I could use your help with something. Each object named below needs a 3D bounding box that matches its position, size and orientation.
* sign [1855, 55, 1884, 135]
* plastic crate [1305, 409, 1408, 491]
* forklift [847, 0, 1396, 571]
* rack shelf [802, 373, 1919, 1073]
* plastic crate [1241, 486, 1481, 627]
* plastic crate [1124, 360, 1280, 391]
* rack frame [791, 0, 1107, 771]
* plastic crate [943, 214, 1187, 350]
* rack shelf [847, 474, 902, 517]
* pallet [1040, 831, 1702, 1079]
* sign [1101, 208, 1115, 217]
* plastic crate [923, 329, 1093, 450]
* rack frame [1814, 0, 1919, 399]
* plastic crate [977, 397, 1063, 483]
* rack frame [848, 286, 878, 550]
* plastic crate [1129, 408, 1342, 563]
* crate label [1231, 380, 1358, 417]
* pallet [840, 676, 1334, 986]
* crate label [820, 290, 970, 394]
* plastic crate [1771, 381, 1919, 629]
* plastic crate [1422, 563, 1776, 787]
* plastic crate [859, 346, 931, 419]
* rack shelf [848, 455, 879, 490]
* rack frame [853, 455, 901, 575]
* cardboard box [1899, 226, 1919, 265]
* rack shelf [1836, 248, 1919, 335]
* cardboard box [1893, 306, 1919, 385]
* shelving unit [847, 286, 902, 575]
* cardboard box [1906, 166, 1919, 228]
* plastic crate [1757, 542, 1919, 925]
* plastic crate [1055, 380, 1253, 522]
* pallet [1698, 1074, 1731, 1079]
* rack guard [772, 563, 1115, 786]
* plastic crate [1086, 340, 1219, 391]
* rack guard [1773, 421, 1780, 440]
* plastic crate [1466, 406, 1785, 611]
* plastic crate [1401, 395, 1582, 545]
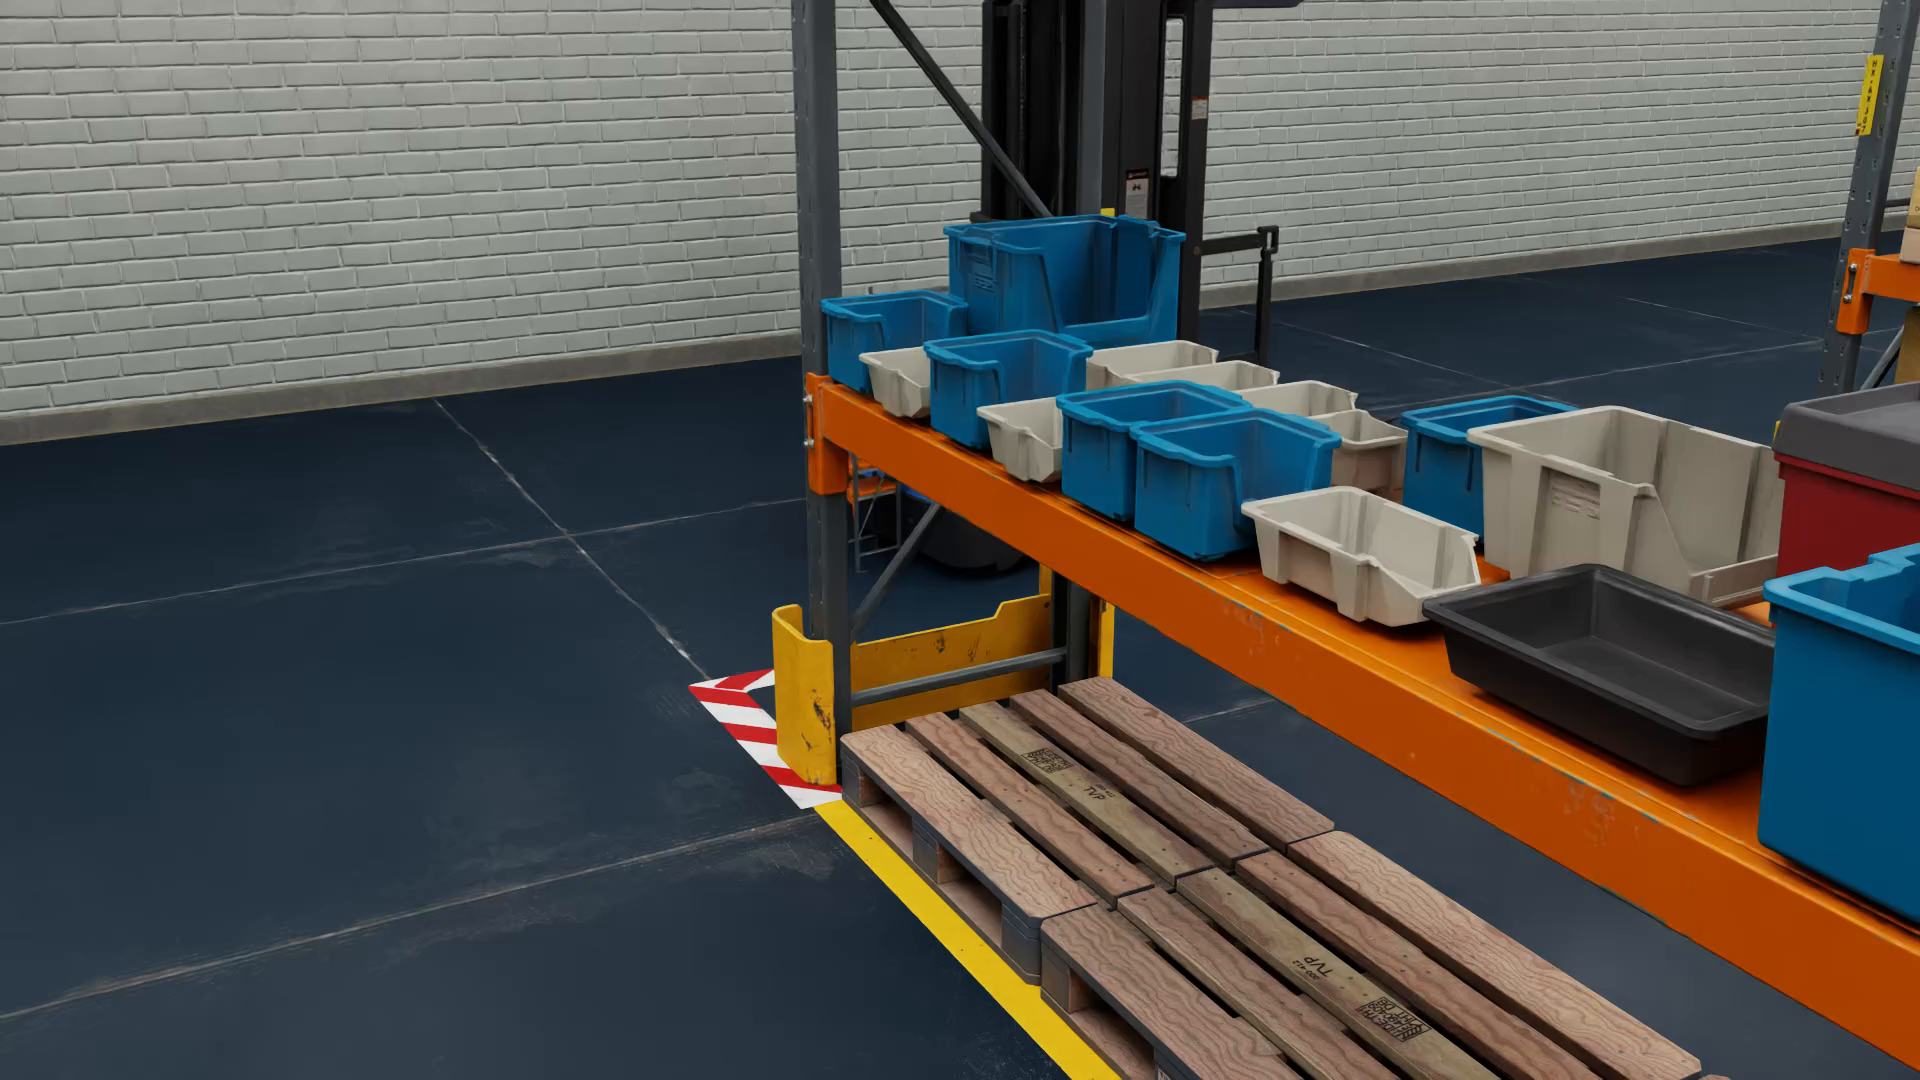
[{"bbox_3d":[3.851,-1.884,7.043,0.100,0.325,0.005,-10,21,-27],"label":"sign"},{"bbox_3d":[0.965,-0.208,3.948,0.298,0.136,0.250,-10,21,-27],"label":"plastic crate"},{"bbox_3d":[0.907,-1.615,7.818,3.031,2.935,1.130,-14,23,-34],"label":"forklift"},{"bbox_3d":[0.933,0.160,3.672,1.077,0.370,4.000,-10,21,-27],"label":"rack shelf"},{"bbox_3d":[0.791,0.037,3.237,0.293,0.136,0.466,-10,21,-27],"label":"plastic crate"},{"bbox_3d":[0.655,-0.366,4.407,0.396,0.136,0.243,-10,21,-27],"label":"plastic crate"},{"bbox_3d":[-0.017,-0.754,5.218,1.000,3.000,0.127,-10,21,-27],"label":"rack frame"},{"bbox_3d":[0.307,-0.732,5.008,0.616,0.435,0.499,-10,21,-27],"label":"plastic crate"},{"bbox_3d":[-0.410,-0.197,7.233,0.258,0.103,0.180,-14,23,-34],"label":"rack shelf"},{"bbox_3d":[0.916,1.157,3.956,1.003,0.211,1.213,-10,21,-27],"label":"pallet"},{"bbox_3d":[0.460,-0.921,5.452,0.100,0.325,0.005,-10,21,-27],"label":"sign"},{"bbox_3d":[0.123,-0.392,4.335,0.416,0.233,0.300,-10,21,-27],"label":"plastic crate"},{"bbox_3d":[4.342,-1.521,7.442,1.000,3.000,0.127,-10,21,-27],"label":"rack frame"},{"bbox_3d":[0.212,-0.236,4.030,0.250,0.136,0.298,-10,21,-27],"label":"plastic crate"},{"bbox_3d":[-0.466,-0.489,7.209,0.240,1.200,0.006,-14,23,-34],"label":"rack frame"},{"bbox_3d":[0.578,-0.117,3.538,0.416,0.233,0.300,-10,21,-27],"label":"plastic crate"},{"bbox_3d":[0.808,-0.290,4.186,0.396,0.136,0.243,-10,21,-27],"label":"crate label"},{"bbox_3d":[0.341,0.807,4.970,1.003,0.211,1.213,-10,21,-27],"label":"pallet"},{"bbox_3d":[-0.189,-0.581,4.883,0.416,0.233,0.303,-10,21,-27],"label":"crate label"},{"bbox_3d":[1.679,0.040,2.726,0.402,0.464,0.583,-10,21,-27],"label":"plastic crate"},{"bbox_3d":[1.115,0.216,2.736,0.437,0.125,0.590,-10,21,-27],"label":"plastic crate"},{"bbox_3d":[-0.110,-0.431,4.594,0.250,0.136,0.298,-10,21,-27],"label":"plastic crate"},{"bbox_3d":[-0.411,-0.310,7.193,0.258,0.103,0.180,-14,23,-34],"label":"rack shelf"},{"bbox_3d":[-0.356,-0.442,7.070,0.240,1.200,0.006,-14,23,-34],"label":"rack frame"},{"bbox_3d":[4.220,-1.250,7.039,0.380,0.149,0.250,-10,21,-26],"label":"cardboard box"},{"bbox_3d":[5.292,-0.607,5.895,1.077,0.370,4.000,-10,21,-27],"label":"rack shelf"},{"bbox_3d":[4.716,-0.544,7.223,0.875,0.875,0.875,-10,21,-27],"label":"cardboard box"},{"bbox_3d":[-0.411,-0.465,7.140,0.258,1.200,0.189,-14,23,-34],"label":"shelving unit"},{"bbox_3d":[4.332,-1.411,6.897,0.500,0.250,0.500,-11,22,-28],"label":"cardboard box"},{"bbox_3d":[1.361,0.292,2.119,0.392,0.384,0.575,-10,21,-27],"label":"plastic crate"},{"bbox_3d":[0.436,-0.203,3.787,0.416,0.233,0.300,-10,21,-27],"label":"plastic crate"},{"bbox_3d":[1.499,1.507,2.940,1.003,0.211,1.213,-10,21,-27],"label":"pallet"},{"bbox_3d":[-0.040,0.423,5.640,1.175,0.500,0.348,-10,21,-27],"label":"rack guard"},{"bbox_3d":[0.530,-0.452,4.654,0.396,0.136,0.243,-10,21,-27],"label":"plastic crate"},{"bbox_3d":[4.331,-0.347,7.869,1.175,0.500,0.348,-10,21,-27],"label":"rack guard"},{"bbox_3d":[1.320,-0.045,3.253,0.437,0.282,0.530,-10,21,-27],"label":"plastic crate"},{"bbox_3d":[1.184,-0.153,3.642,0.416,0.233,0.300,-10,21,-27],"label":"plastic crate"}]
